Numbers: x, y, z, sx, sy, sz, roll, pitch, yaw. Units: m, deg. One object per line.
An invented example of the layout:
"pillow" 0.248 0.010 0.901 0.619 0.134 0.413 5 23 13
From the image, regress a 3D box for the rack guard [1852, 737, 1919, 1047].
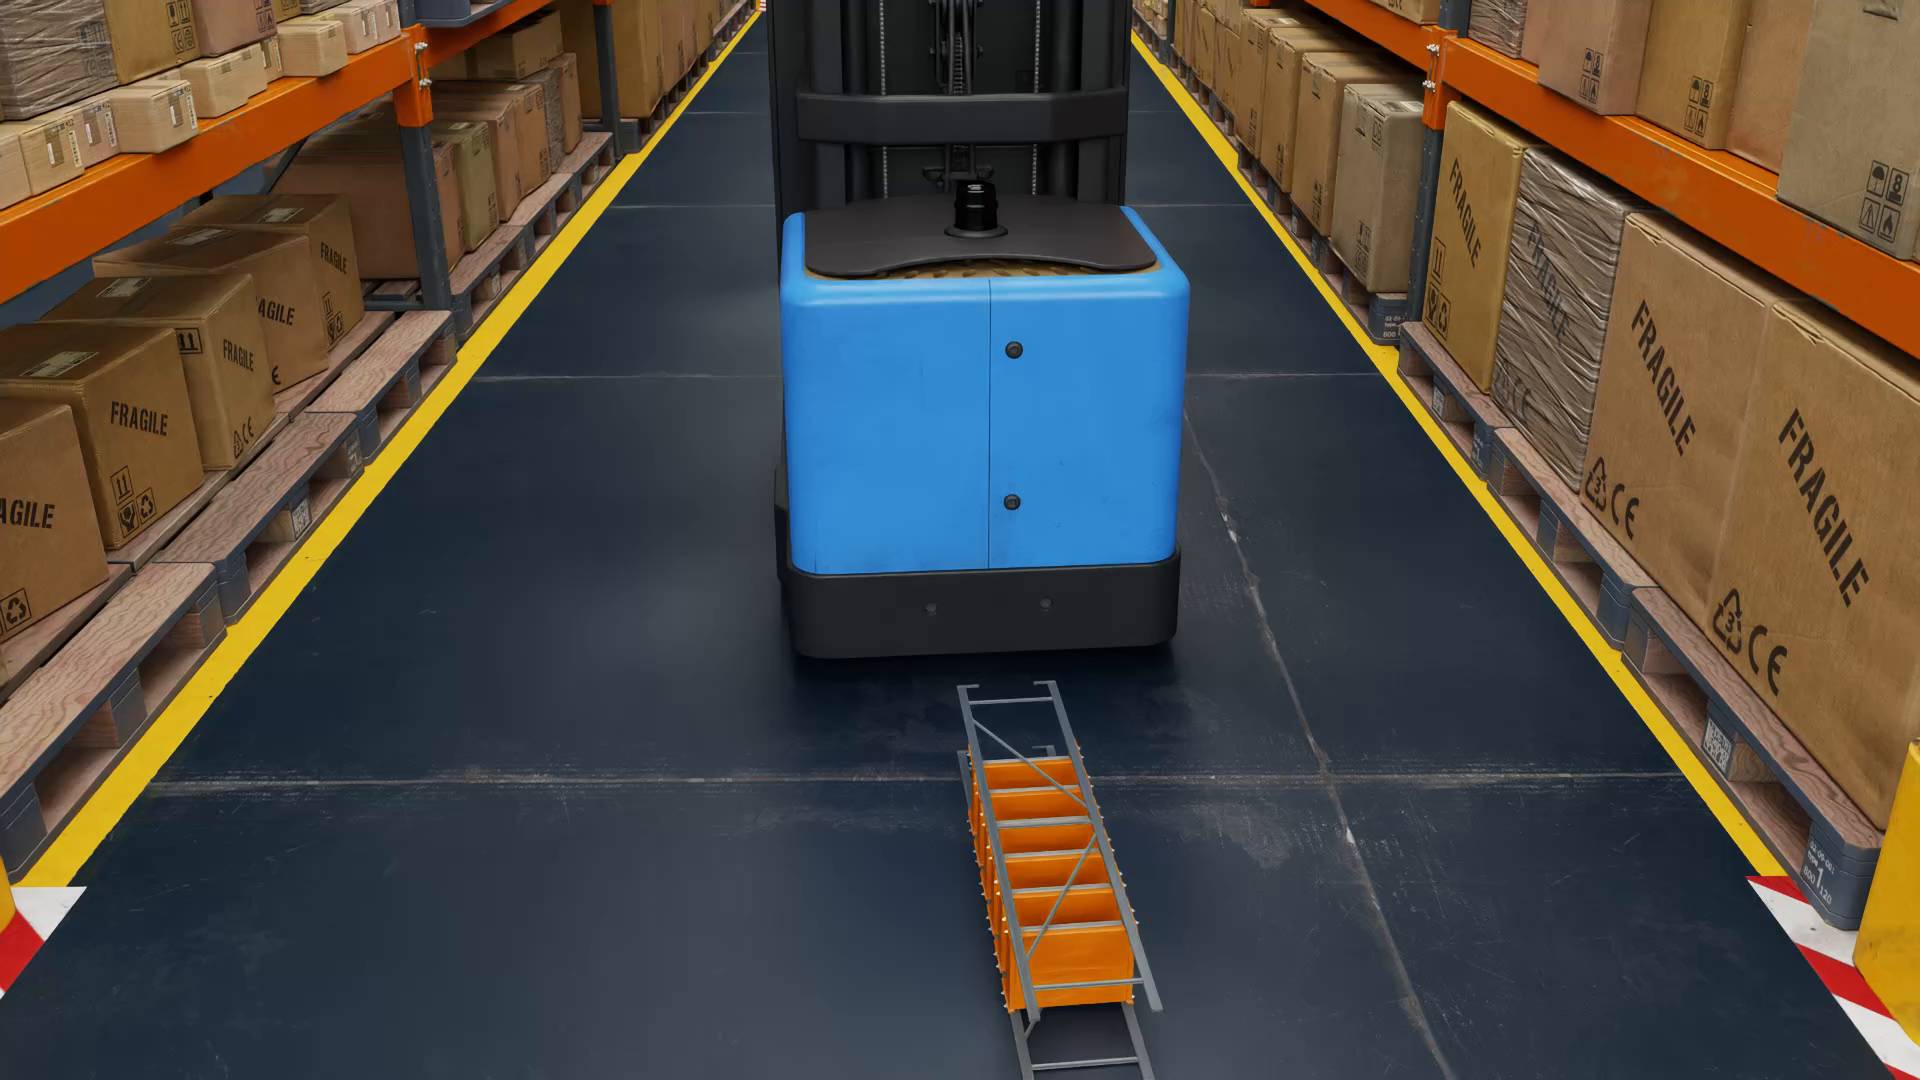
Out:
"rack guard" 2.389 0.674 3.154 1.175 0.500 0.348 0 24 -1

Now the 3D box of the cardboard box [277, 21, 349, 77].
"cardboard box" -2.270 -1.632 5.524 0.380 0.149 0.250 0 24 -1

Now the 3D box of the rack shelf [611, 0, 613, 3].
"rack shelf" -2.682 -4.287 11.963 1.077 0.370 4.000 0 24 -1

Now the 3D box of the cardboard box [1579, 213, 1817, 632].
"cardboard box" 2.303 -0.340 4.431 0.875 0.875 0.875 -1 24 -1

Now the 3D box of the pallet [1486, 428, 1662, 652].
"pallet" 2.291 -0.035 5.072 1.003 0.211 1.213 0 24 -1

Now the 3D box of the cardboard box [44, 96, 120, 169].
"cardboard box" -2.357 -1.014 4.156 0.380 0.149 0.250 0 24 -1

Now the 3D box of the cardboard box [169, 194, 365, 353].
"cardboard box" -2.652 -1.030 6.412 0.500 0.500 0.500 -1 24 -2

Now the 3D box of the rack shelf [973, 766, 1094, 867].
"rack shelf" 0.159 0.610 3.667 0.258 0.180 0.103 -3 24 -6

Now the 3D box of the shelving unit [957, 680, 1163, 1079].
"shelving unit" 0.176 0.677 3.518 0.258 0.189 1.200 -3 24 -6

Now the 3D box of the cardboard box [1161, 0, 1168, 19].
"cardboard box" 1.936 -4.576 14.317 0.380 0.149 0.250 0 24 0

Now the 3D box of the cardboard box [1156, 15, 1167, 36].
"cardboard box" 1.912 -4.472 14.449 0.380 0.149 0.250 0 24 0

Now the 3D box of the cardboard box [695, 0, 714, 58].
"cardboard box" -2.676 -4.399 13.405 1.225 0.875 0.875 0 24 0

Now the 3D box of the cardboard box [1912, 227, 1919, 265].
"cardboard box" 2.339 -0.696 2.967 0.875 0.550 0.550 0 24 -1

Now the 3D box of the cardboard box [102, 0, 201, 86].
"cardboard box" -2.632 -1.520 4.489 0.875 0.500 0.500 0 24 -1

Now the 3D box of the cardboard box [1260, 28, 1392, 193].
"cardboard box" 2.231 -2.326 8.974 1.050 0.750 0.750 0 24 0

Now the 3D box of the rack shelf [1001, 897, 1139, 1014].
"rack shelf" 0.210 0.806 3.232 0.258 0.180 0.103 -3 24 -6

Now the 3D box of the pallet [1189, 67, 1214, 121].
"pallet" 2.284 -3.325 12.345 1.003 0.211 1.213 0 24 -1

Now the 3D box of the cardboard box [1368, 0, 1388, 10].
"cardboard box" 2.066 -2.591 7.217 0.500 0.500 0.500 -1 24 -1

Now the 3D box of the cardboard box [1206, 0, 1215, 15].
"cardboard box" 2.025 -3.864 11.767 0.500 0.250 0.500 0 24 1

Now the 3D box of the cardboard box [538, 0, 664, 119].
"cardboard box" -2.646 -3.299 10.972 1.225 0.875 0.875 -1 24 -3

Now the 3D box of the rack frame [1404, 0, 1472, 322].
"rack frame" 2.345 -2.123 6.305 1.000 3.000 0.127 0 24 -1

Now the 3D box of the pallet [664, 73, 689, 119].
"pallet" -2.603 -3.347 12.395 1.003 0.211 1.213 0 24 -1

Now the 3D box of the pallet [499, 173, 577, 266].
"pallet" -2.642 -1.697 8.746 1.003 0.211 1.213 0 24 -1

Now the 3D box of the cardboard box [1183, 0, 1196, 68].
"cardboard box" 2.008 -3.949 12.864 0.500 0.500 0.500 1 24 2

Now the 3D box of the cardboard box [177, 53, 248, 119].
"cardboard box" -2.318 -1.323 4.840 0.380 0.149 0.250 0 24 -1

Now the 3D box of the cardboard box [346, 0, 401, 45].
"cardboard box" -2.320 -1.941 6.207 0.380 0.149 0.250 0 24 -1

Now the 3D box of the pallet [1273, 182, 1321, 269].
"pallet" 2.245 -1.674 8.696 1.003 0.211 1.213 0 24 -1

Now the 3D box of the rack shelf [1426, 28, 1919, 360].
"rack shelf" 2.367 -0.972 4.631 1.077 0.370 4.000 0 24 -1

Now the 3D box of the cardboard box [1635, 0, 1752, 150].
"cardboard box" 2.383 -1.372 4.462 0.875 0.550 0.500 0 24 -1

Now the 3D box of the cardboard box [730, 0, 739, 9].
"cardboard box" -2.650 -5.672 16.221 0.875 0.875 0.875 0 24 -1

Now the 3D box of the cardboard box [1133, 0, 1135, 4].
"cardboard box" 1.887 -5.428 16.561 0.380 0.149 0.250 0 24 0

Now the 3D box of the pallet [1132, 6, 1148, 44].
"pallet" 2.198 -4.930 15.894 1.003 0.211 1.213 0 24 -1

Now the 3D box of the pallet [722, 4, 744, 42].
"pallet" -2.650 -4.986 16.019 1.003 0.211 1.213 0 24 -1

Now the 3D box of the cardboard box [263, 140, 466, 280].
"cardboard box" -2.601 -1.457 7.332 0.700 0.500 0.500 -2 24 -5

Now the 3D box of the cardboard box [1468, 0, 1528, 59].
"cardboard box" 2.361 -2.040 5.938 0.875 0.550 0.550 0 24 -1

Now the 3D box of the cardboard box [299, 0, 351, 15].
"cardboard box" -2.673 -2.138 5.855 0.875 0.500 0.500 0 24 -1

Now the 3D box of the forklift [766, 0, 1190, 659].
"forklift" -0.053 -1.593 5.214 1.130 2.935 3.031 -2 24 -4

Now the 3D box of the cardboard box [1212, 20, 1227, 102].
"cardboard box" 2.031 -3.308 11.448 0.500 0.500 0.500 1 24 2

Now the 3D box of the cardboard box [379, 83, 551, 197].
"cardboard box" -2.601 -2.114 8.785 0.700 0.500 0.500 2 24 4

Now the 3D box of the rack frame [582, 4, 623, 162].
"rack frame" -2.660 -3.791 9.992 1.000 3.000 0.127 0 24 -1

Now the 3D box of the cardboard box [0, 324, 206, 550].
"cardboard box" -2.591 -0.309 4.816 0.500 0.500 0.500 2 24 4

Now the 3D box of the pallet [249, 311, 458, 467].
"pallet" -2.573 -0.596 6.311 1.003 0.211 1.213 0 24 -1
